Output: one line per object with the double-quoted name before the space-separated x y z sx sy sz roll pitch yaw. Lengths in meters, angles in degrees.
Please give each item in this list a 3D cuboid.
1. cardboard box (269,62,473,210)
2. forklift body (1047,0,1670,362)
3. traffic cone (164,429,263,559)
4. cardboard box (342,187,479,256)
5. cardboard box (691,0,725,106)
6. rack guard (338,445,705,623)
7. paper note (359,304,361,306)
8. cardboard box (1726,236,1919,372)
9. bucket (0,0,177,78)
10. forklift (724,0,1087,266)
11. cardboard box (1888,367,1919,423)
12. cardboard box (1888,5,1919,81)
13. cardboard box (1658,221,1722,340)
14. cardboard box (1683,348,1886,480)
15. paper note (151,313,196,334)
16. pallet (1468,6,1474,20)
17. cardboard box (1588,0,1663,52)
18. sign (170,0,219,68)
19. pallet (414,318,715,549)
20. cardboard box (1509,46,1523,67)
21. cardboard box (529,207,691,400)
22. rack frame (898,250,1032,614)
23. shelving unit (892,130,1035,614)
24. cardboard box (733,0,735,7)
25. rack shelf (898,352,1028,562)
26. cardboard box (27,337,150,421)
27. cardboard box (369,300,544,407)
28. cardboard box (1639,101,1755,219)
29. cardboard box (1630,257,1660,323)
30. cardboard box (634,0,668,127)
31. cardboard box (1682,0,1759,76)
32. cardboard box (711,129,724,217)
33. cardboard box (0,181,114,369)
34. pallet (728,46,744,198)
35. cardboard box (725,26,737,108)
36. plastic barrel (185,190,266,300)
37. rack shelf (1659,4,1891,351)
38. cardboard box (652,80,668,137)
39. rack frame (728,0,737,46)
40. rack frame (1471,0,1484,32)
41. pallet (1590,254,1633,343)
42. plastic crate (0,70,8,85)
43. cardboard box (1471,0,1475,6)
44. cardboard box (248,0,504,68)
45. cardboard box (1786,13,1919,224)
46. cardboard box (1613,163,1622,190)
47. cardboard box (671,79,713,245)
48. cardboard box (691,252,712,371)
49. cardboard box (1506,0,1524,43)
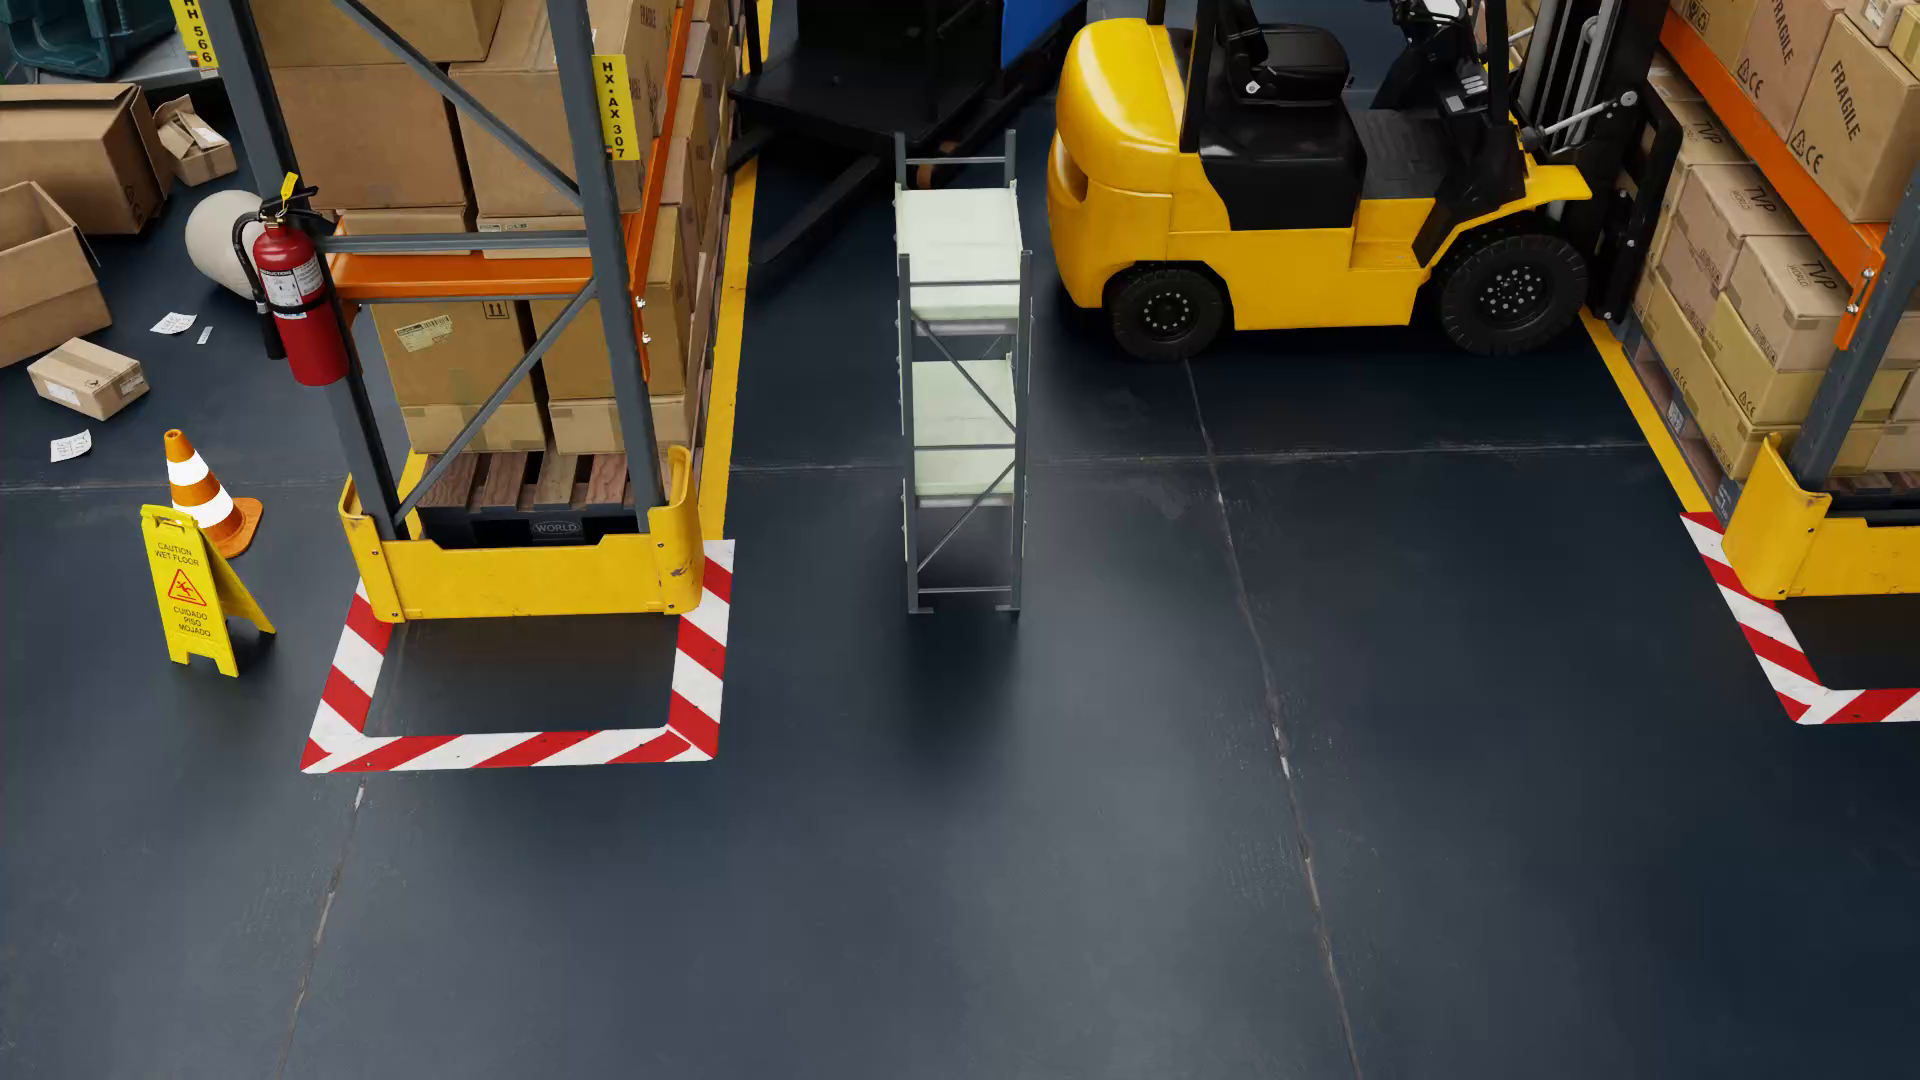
"cardboard box" -1.821 -1.396 5.259 0.500 0.500 0.500 -2 43 -3
"forklift body" 1.533 -1.951 6.787 2.313 2.155 1.214 -2 43 -2
"traffic cone" -2.830 -0.209 6.136 0.336 0.463 0.334 -2 43 -2
"cardboard box" -1.753 -1.045 5.356 0.380 0.149 0.250 0 43 0
"cardboard box" -1.376 -2.274 7.681 0.500 0.500 0.500 -1 43 -1
"rack guard" -1.526 -0.021 5.903 1.175 0.500 0.348 -2 43 -2
"paper note" -2.738 -1.054 7.377 0.142 0.019 0.148 -16 45 -16
"cardboard box" 3.105 -0.848 5.939 0.500 0.250 0.500 0 43 0
"bucket" -4.325 -2.709 8.284 0.726 0.611 0.620 12 34 13
"forklift" -0.447 -3.118 7.483 1.130 2.935 3.031 20 46 20
"cardboard box" 3.624 -0.685 6.132 0.500 0.250 0.500 -1 43 -1
"cardboard box" 3.141 -1.538 5.154 0.380 0.149 0.250 -1 43 -1
"cardboard box" 3.093 -1.020 6.497 0.500 0.250 0.500 -2 43 -2
"cardboard box" 3.100 -0.486 6.284 0.500 0.250 0.500 -1 43 -1
"paper note" -3.438 -0.951 7.274 0.148 0.019 0.142 12 44 13
"pallet" 3.196 -3.205 9.590 1.003 0.211 1.213 -2 43 -2
"cardboard box" 3.018 -2.230 7.447 0.500 0.250 0.500 0 43 0
"sign" -2.078 -1.432 4.502 0.100 0.325 0.005 -2 43 -2
"pallet" -1.525 -0.464 6.600 1.003 0.211 1.213 -2 43 -2
"cardboard box" 2.993 -2.199 8.154 0.500 0.250 0.500 -3 43 -3
"cardboard box" -1.283 -0.878 6.157 0.500 0.500 0.500 -3 43 -3
"rack frame" 0.016 -0.301 5.469 0.400 1.500 0.023 -2 43 -2
"shelving unit" 0.000 -0.548 5.738 0.431 1.500 0.755 -2 43 -2
"cardboard box" -1.718 -3.132 9.081 0.950 0.372 0.625 -1 43 -1
"rack shelf" 0.000 -0.308 5.959 0.431 0.370 0.720 -2 43 -2
"cardboard box" -3.597 -0.667 6.867 0.380 0.149 0.250 19 46 20
"cardboard box" -1.818 -0.842 6.118 0.500 0.500 0.500 -1 43 -2
"cardboard box" 3.046 -1.533 6.687 0.500 0.250 0.500 -1 43 -1
"cardboard box" 3.077 -1.160 7.019 0.500 0.250 0.500 -1 43 -1
"cardboard box" -1.291 -1.715 5.607 0.500 0.500 0.500 0 43 0
"cardboard box" 3.118 -2.094 6.241 0.500 0.500 0.500 -2 43 -3
"cardboard box" -1.350 -1.639 7.542 0.500 0.250 0.500 -1 43 -1
"cardboard box" -4.127 -1.084 7.060 0.797 0.503 0.637 -32 51 -30
"pallet" -1.629 -2.111 8.397 1.003 0.211 1.213 -2 43 -2
"cardboard box" -1.399 -2.342 8.309 0.500 0.250 0.500 0 43 0
"plastic barrel" -3.123 -1.293 7.347 0.512 0.421 0.421 27 49 27
"rack shelf" 3.351 -2.121 6.877 1.077 0.370 4.000 -2 43 -2
"cardboard box" -1.251 -1.558 5.916 0.380 0.149 0.250 -1 43 -1
"rack frame" -1.693 -3.592 7.949 1.000 3.000 0.127 -2 43 -2
"rack frame" 3.266 -3.737 8.107 1.000 3.000 0.127 -2 43 -2
"pallet" 3.313 -1.345 7.561 1.003 0.211 1.213 -2 43 -2
"plastic crate" -5.318 -2.286 8.563 0.450 0.188 0.662 12 43 27
"cardboard box" 3.233 -3.368 9.151 0.875 0.625 0.625 0 43 0
"cardboard box" -1.763 -1.745 4.900 0.700 0.500 0.500 -3 43 -3
"cardboard box" 3.153 -1.398 5.481 0.500 0.500 0.500 -3 43 -3
"cardboard box" 3.032 -1.706 7.246 0.500 0.250 0.500 -2 43 -2
"cardboard box" -1.322 -1.569 6.911 0.500 0.500 0.500 -1 43 -1
"cardboard box" -1.295 -0.930 6.769 0.500 0.250 0.500 0 43 0
"cardboard box" 2.978 -2.727 8.359 0.500 0.250 0.500 -2 43 -2
